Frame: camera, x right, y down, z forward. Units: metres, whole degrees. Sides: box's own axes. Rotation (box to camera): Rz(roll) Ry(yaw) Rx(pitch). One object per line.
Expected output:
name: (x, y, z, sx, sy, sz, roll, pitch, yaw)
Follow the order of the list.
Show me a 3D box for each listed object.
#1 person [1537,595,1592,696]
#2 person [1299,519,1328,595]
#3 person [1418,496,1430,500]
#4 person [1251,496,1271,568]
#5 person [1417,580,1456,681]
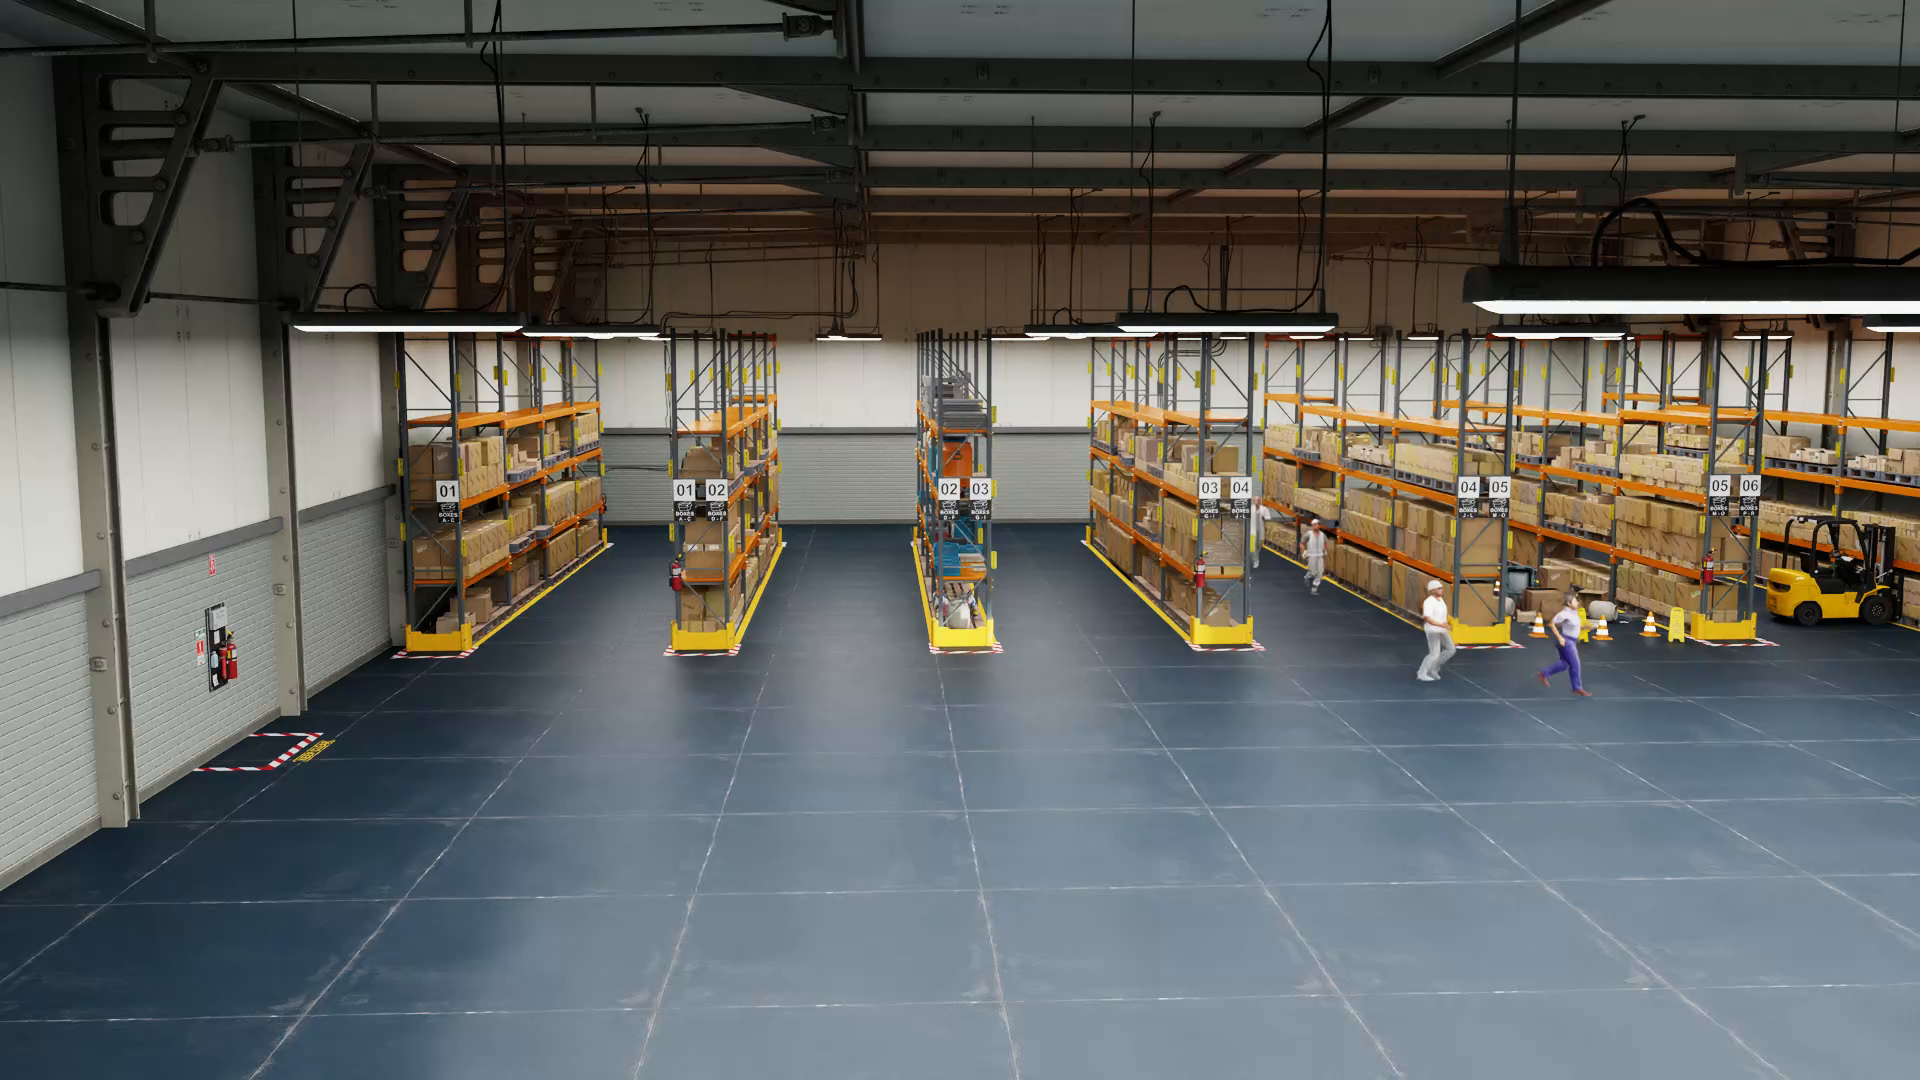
person: (9.894, 1.697, 27.173, 0.906, 1.632, 0.607, 4, 8, 34)
person: (8.113, 0.388, 38.000, 0.658, 1.738, 0.601, -1, 7, -8)
person: (13.842, -0.979, 49.541, 0.957, 1.674, 0.707, 3, 8, 27)
person: (7.649, -0.234, 42.891, 0.687, 1.808, 0.990, -1, 7, -5)
person: (8.085, 1.539, 28.188, 0.617, 1.725, 0.702, 5, 9, 38)
